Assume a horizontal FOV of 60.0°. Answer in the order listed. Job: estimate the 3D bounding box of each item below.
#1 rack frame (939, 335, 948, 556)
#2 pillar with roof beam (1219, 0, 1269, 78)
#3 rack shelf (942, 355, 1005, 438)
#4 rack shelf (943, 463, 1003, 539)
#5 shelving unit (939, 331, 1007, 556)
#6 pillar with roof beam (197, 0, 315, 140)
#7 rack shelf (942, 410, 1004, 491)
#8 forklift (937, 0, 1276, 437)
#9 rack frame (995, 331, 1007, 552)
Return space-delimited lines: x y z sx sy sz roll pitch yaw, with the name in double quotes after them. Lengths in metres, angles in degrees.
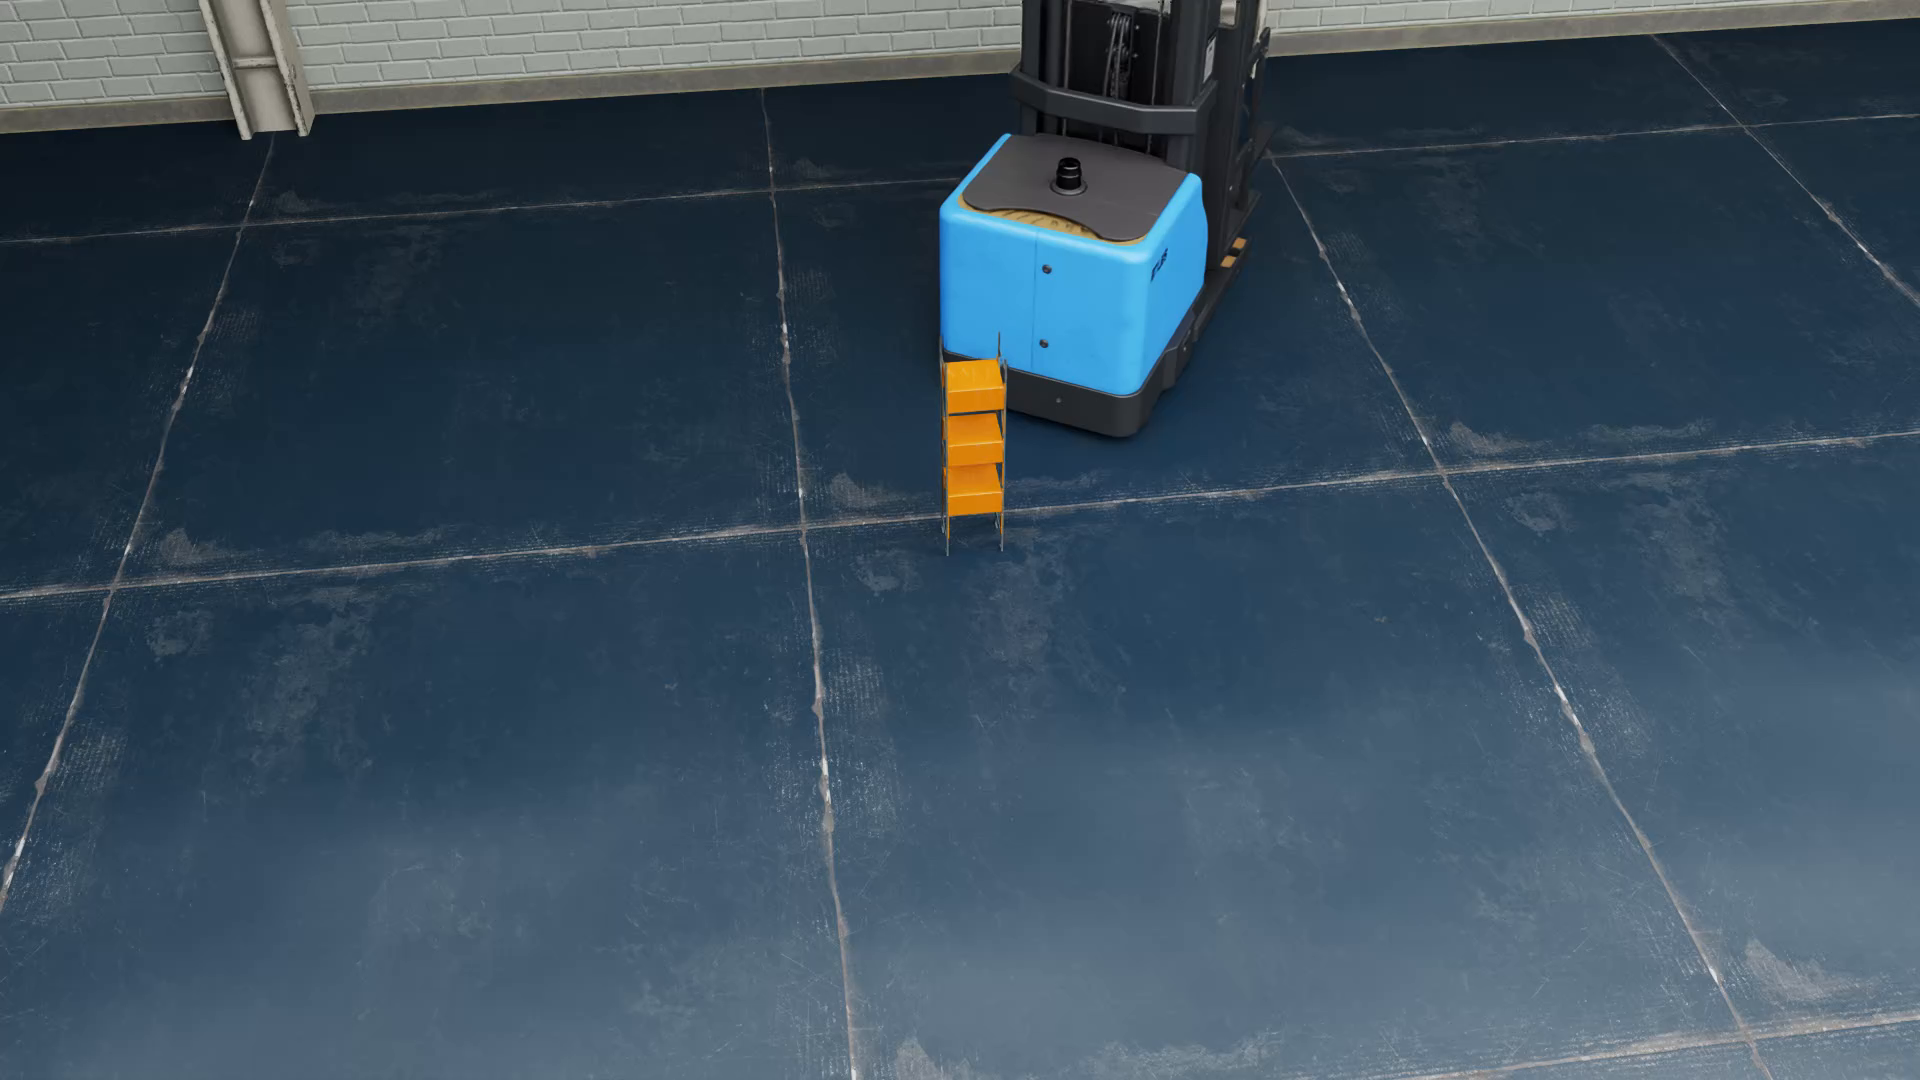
-0.068 -0.384 7.107 0.008 1.050 0.200 -5 42 -6 "rack frame"
2.283 -3.574 4.709 0.400 9.000 9.100 -5 42 -6 "pillar with roof beam"
0.053 -0.597 6.936 0.240 0.259 0.215 -5 42 -6 "rack shelf"
0.053 -0.180 7.312 0.240 0.259 0.215 -5 42 -6 "rack shelf"
0.053 -0.394 7.119 0.252 1.050 0.215 -5 42 -6 "shelving unit"
-3.666 -3.053 4.131 0.400 9.000 9.100 -5 42 -6 "pillar with roof beam"
0.053 -0.387 7.126 0.240 0.259 0.215 -5 42 -6 "rack shelf"
0.951 -2.568 8.124 1.130 2.935 3.031 17 45 18 "forklift"
0.174 -0.405 7.130 0.008 1.050 0.200 -5 42 -6 "rack frame"
